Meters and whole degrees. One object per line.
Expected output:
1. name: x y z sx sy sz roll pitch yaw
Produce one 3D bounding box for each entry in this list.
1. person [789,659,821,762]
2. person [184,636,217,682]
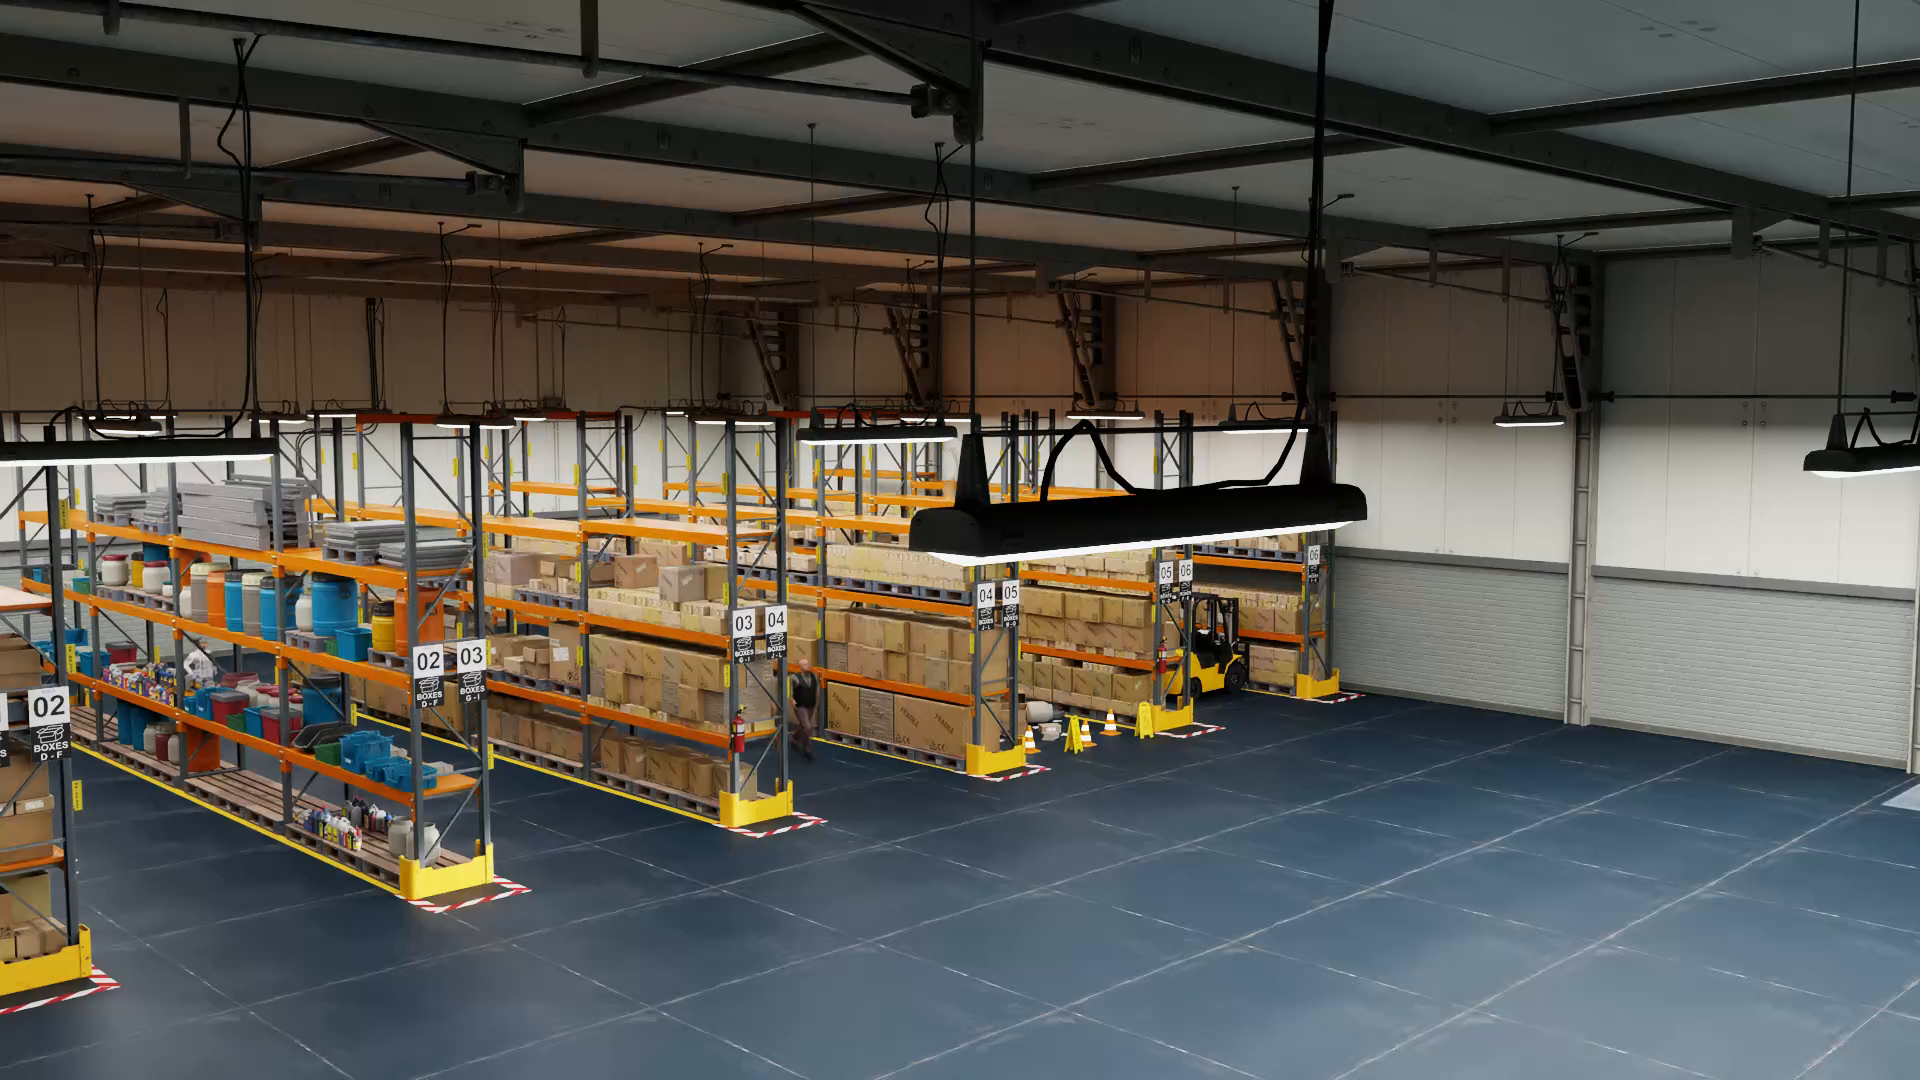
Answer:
1. person: -2.741 2.946 29.103 0.650 1.772 0.814 -5 7 -42
2. person: -14.739 2.692 32.440 0.543 1.653 0.608 3 6 30
